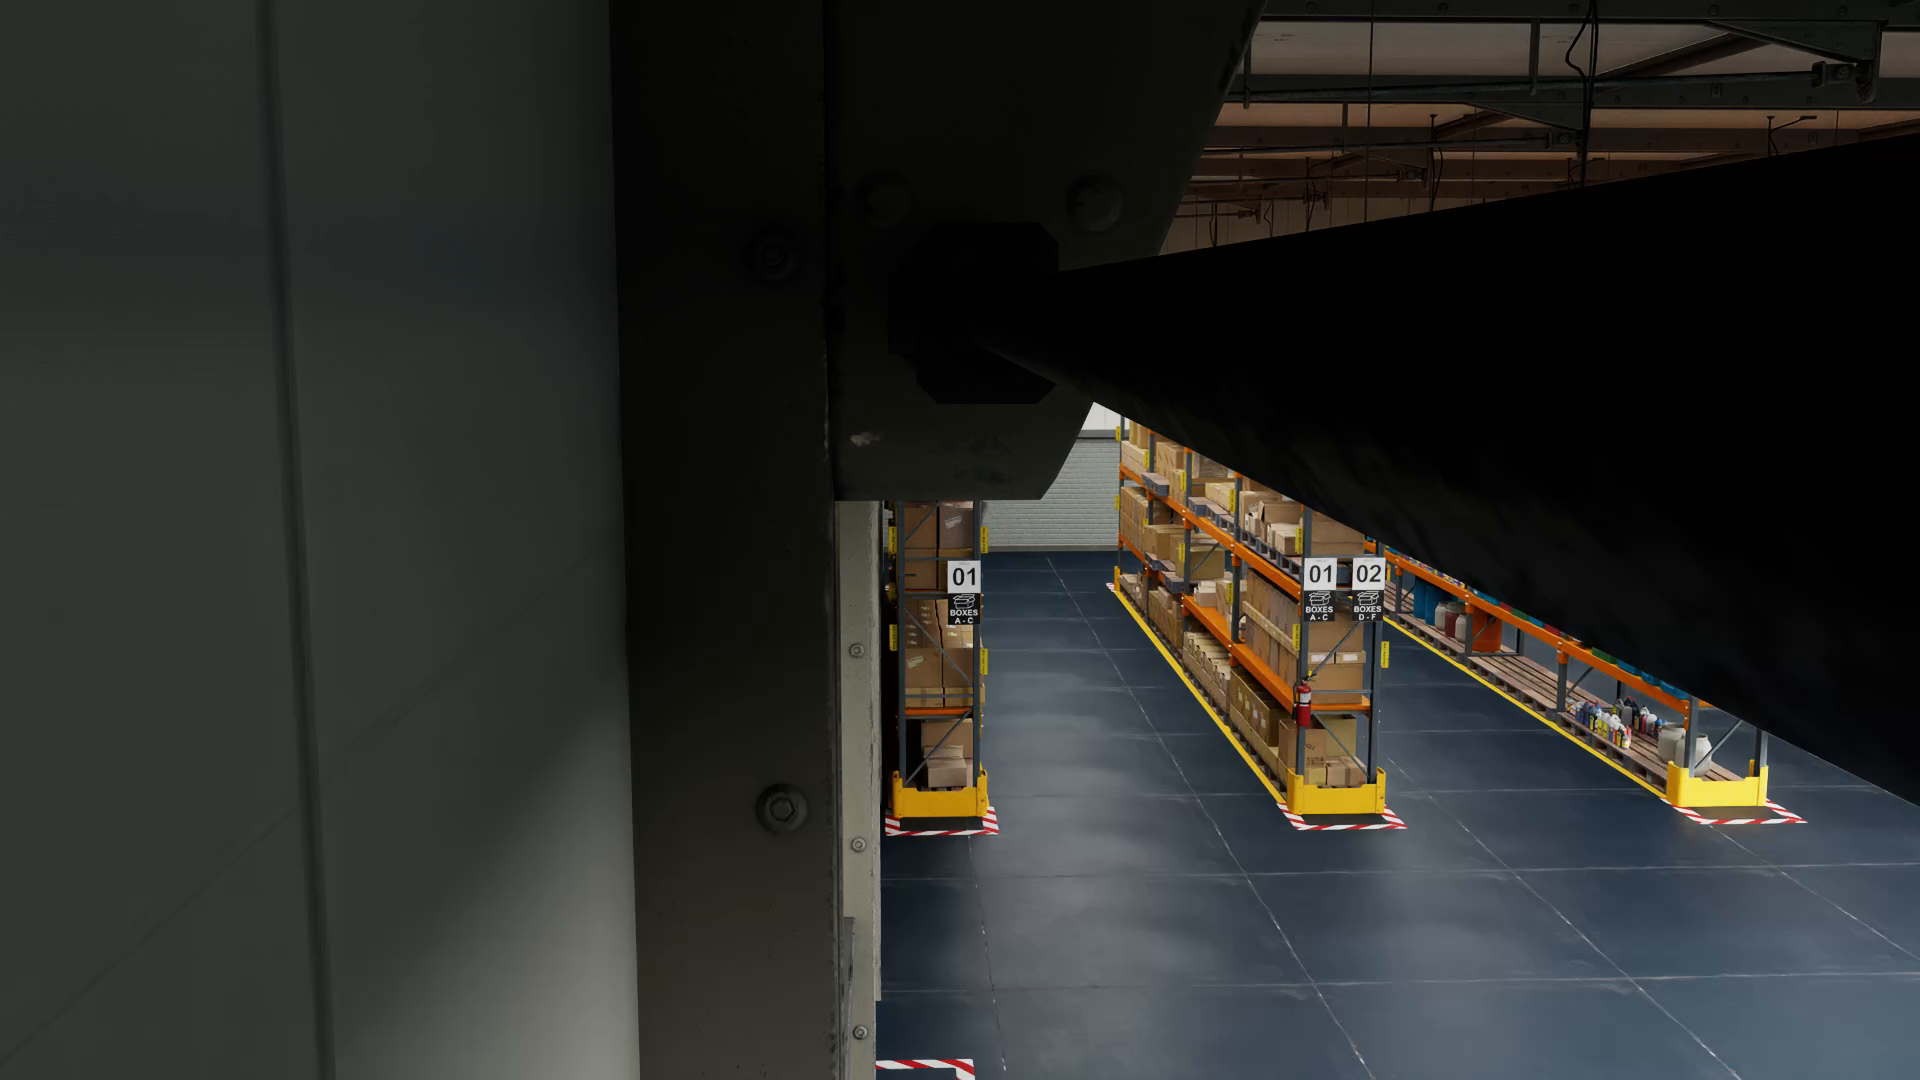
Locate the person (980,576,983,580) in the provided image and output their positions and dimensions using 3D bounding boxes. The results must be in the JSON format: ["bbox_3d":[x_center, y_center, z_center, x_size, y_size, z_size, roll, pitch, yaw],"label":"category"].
[{"bbox_3d":[0.282,0.072,37.787,0.518,1.727,0.393,-5,10,-30],"label":"person"}]

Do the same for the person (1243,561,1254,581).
[{"bbox_3d":[6.586,0.126,37.222,0.537,1.796,0.607,-6,10,-37],"label":"person"}]
